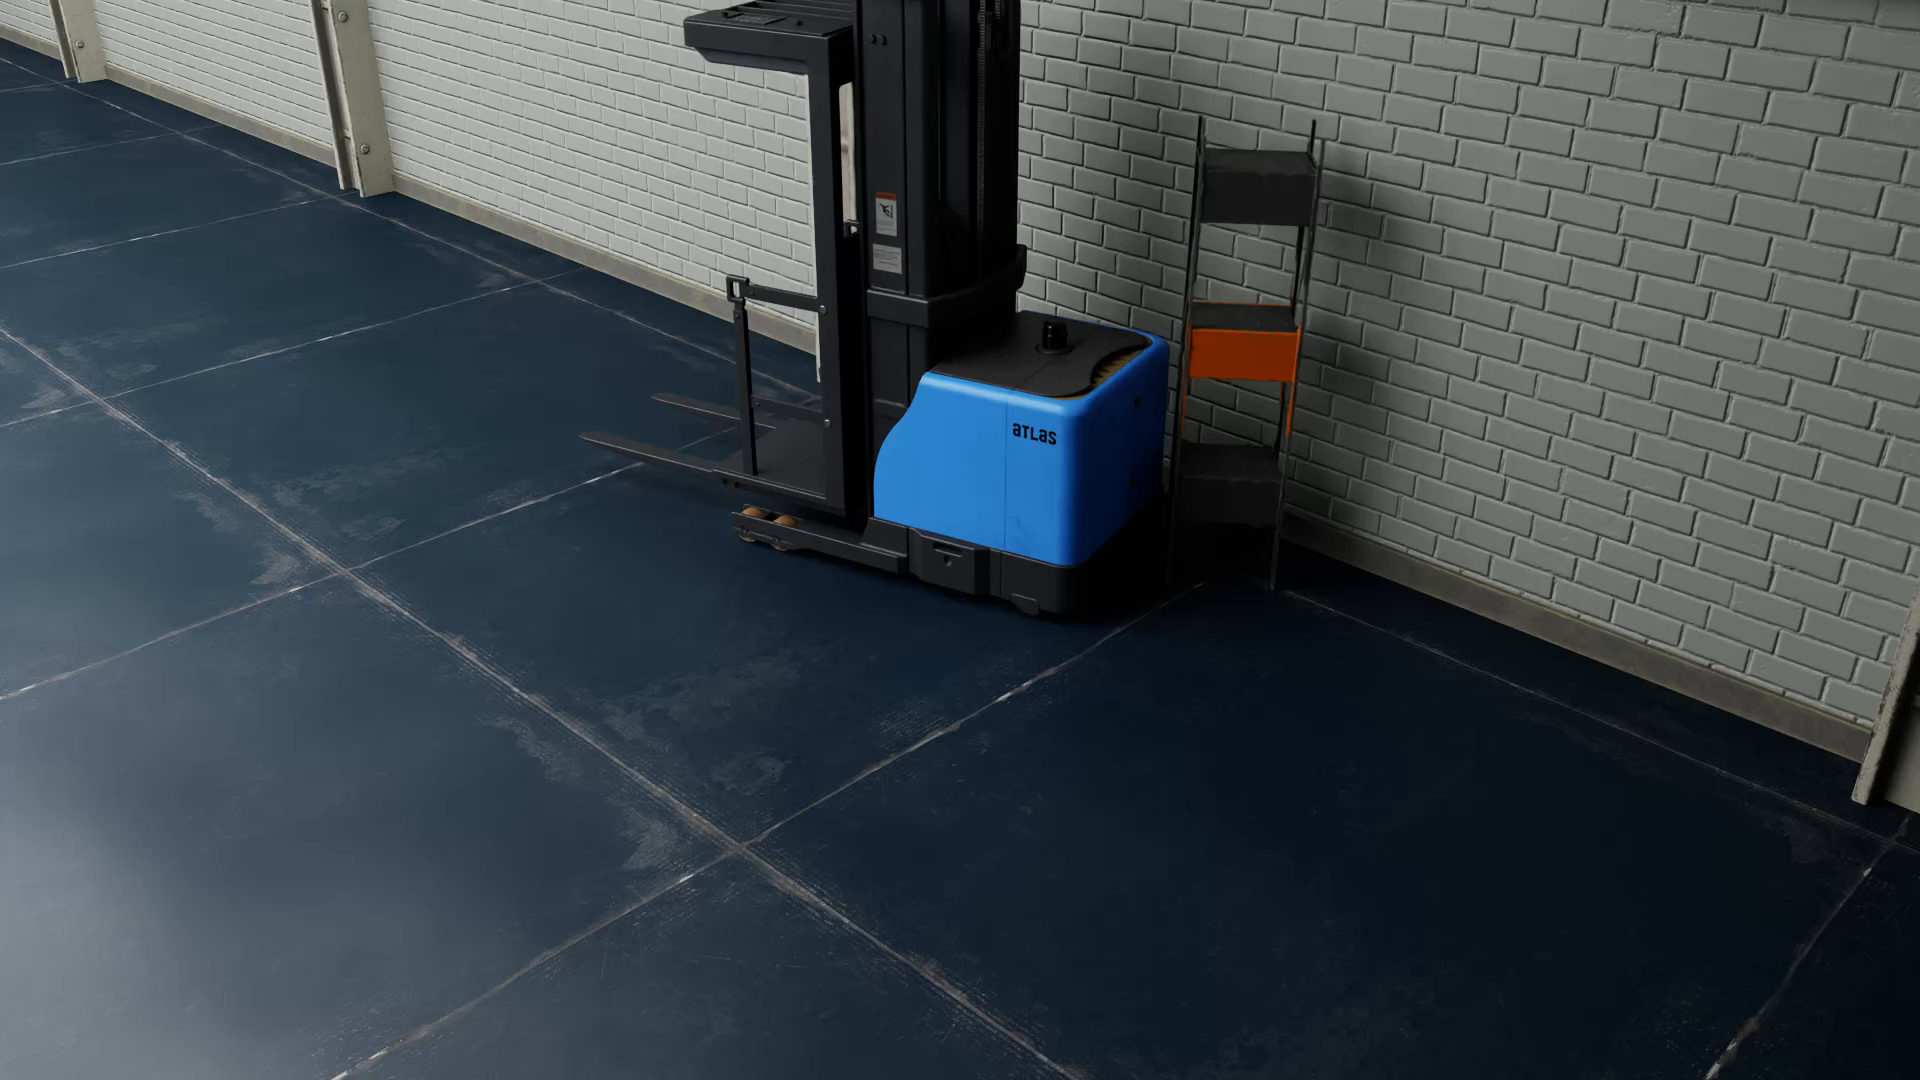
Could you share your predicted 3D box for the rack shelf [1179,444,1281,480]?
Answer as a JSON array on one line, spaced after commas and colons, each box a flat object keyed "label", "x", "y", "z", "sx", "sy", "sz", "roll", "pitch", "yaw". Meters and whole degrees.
[{"label": "rack shelf", "x": 1.243, "y": -0.288, "z": 7.760, "sx": 0.457, "sy": 0.174, "sz": 0.368, "roll": 3, "pitch": 26, "yaw": 4}]

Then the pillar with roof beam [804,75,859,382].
[{"label": "pillar with roof beam", "x": -3.639, "y": -3.506, "z": 5.249, "sx": 0.400, "sy": 9.000, "sz": 9.100, "roll": 25, "pitch": 36, "yaw": 38}]

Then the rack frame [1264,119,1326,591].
[{"label": "rack frame", "x": 1.496, "y": -0.792, "z": 7.488, "sx": 0.015, "sy": 2.100, "sz": 0.400, "roll": 3, "pitch": 26, "yaw": 4}]

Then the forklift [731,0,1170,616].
[{"label": "forklift", "x": -0.544, "y": -1.441, "z": 7.841, "sx": 3.031, "sy": 2.935, "sz": 1.130, "roll": 15, "pitch": 31, "yaw": 26}]

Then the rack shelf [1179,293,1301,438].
[{"label": "rack shelf", "x": 1.253, "y": -0.793, "z": 7.511, "sx": 0.480, "sy": 0.518, "sz": 0.431, "roll": 3, "pitch": 26, "yaw": 4}]

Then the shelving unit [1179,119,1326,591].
[{"label": "shelving unit", "x": 1.259, "y": -0.805, "z": 7.504, "sx": 0.492, "sy": 2.100, "sz": 0.431, "roll": 3, "pitch": 26, "yaw": 4}]
